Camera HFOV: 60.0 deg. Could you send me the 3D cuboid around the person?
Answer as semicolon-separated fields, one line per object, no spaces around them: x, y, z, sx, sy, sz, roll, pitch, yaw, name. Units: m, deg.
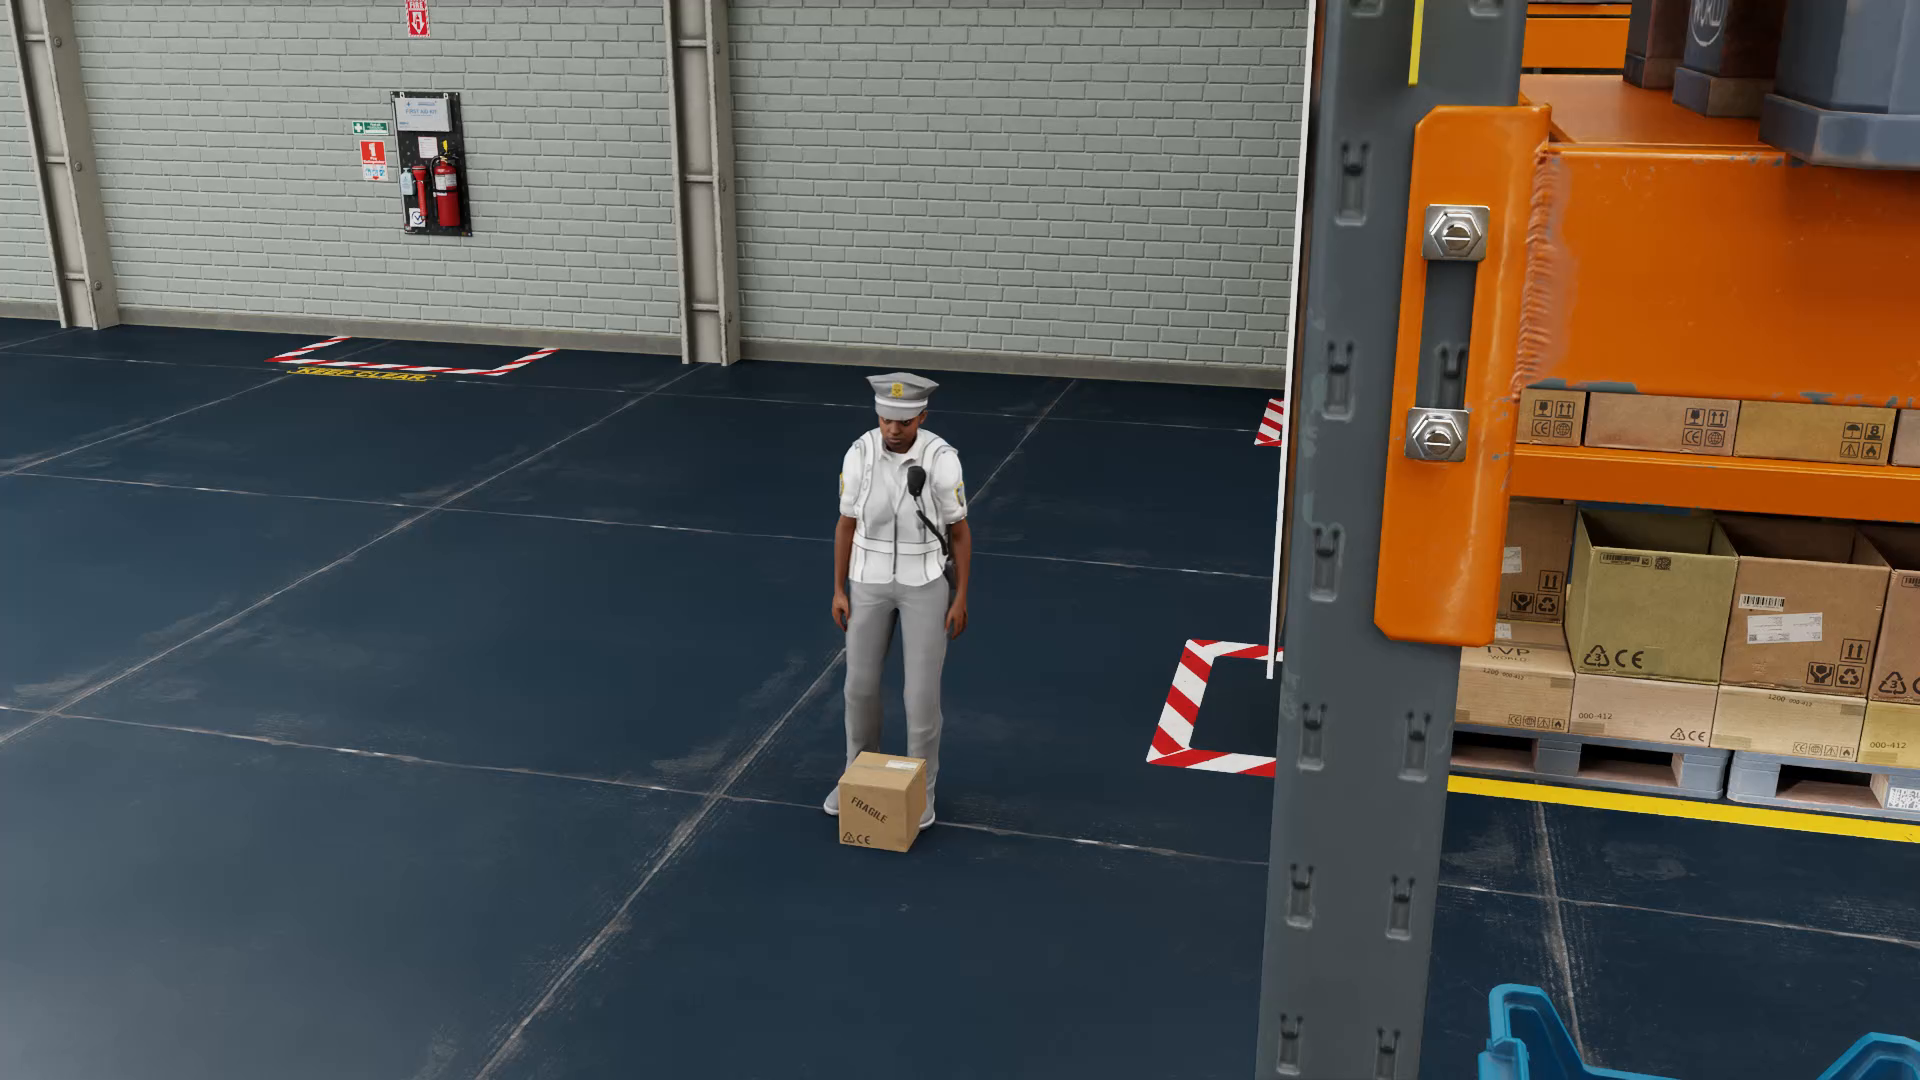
-0.229;0.202;5.953;0.529;1.659;0.428;3;19;10;person
